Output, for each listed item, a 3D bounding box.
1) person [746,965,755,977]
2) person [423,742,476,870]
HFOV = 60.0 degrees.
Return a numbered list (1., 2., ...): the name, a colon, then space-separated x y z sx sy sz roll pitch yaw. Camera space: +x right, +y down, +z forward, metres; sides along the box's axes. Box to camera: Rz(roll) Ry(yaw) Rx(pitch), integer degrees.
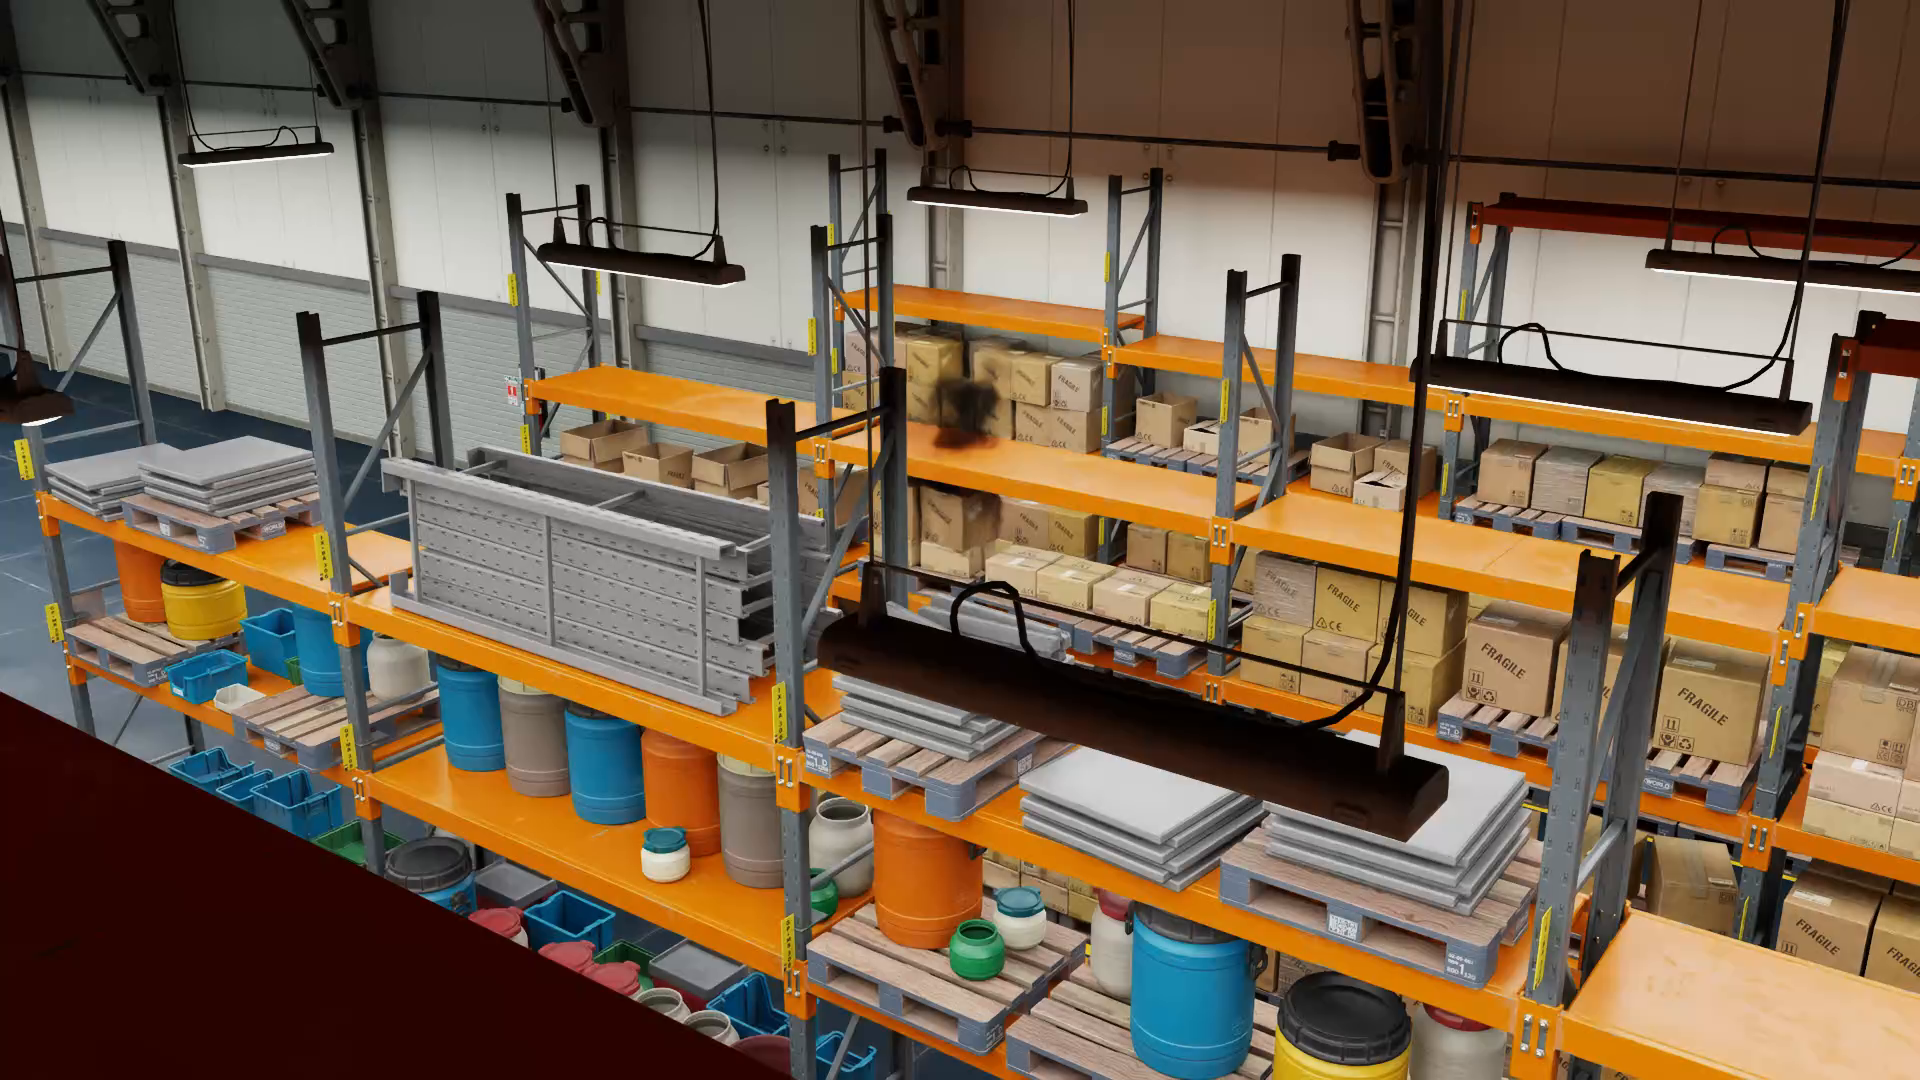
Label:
1. person: -1.631 3.167 12.888 0.751 1.761 0.670 13 22 34
2. person: -4.740 2.344 15.495 0.648 1.689 0.545 8 20 22
